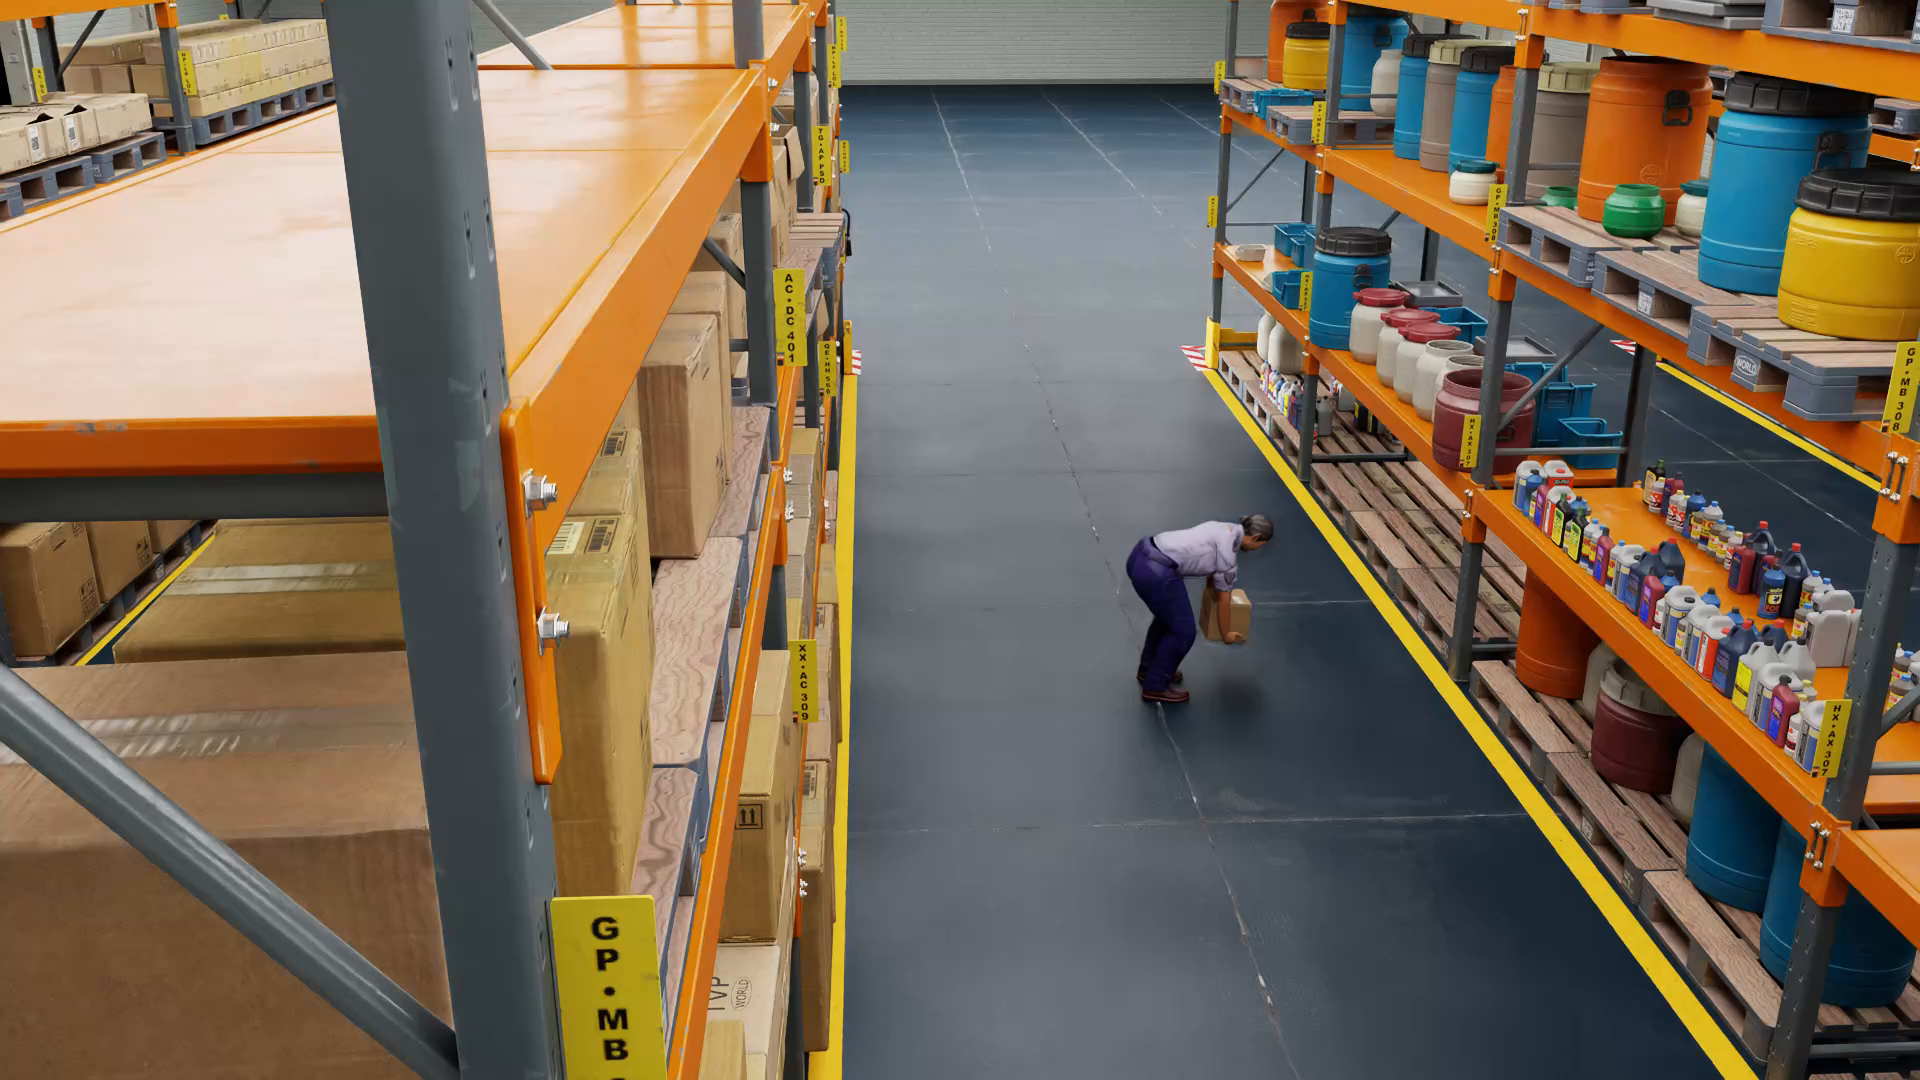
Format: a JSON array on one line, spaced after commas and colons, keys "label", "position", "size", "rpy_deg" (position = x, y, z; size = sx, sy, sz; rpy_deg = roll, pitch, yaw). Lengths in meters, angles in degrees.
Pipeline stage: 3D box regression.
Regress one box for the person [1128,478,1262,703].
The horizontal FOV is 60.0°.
[{"label": "person", "position": [1.430, 0.298, 10.214], "size": [0.783, 1.368, 0.450], "rpy_deg": [-2, 21, -4]}]
